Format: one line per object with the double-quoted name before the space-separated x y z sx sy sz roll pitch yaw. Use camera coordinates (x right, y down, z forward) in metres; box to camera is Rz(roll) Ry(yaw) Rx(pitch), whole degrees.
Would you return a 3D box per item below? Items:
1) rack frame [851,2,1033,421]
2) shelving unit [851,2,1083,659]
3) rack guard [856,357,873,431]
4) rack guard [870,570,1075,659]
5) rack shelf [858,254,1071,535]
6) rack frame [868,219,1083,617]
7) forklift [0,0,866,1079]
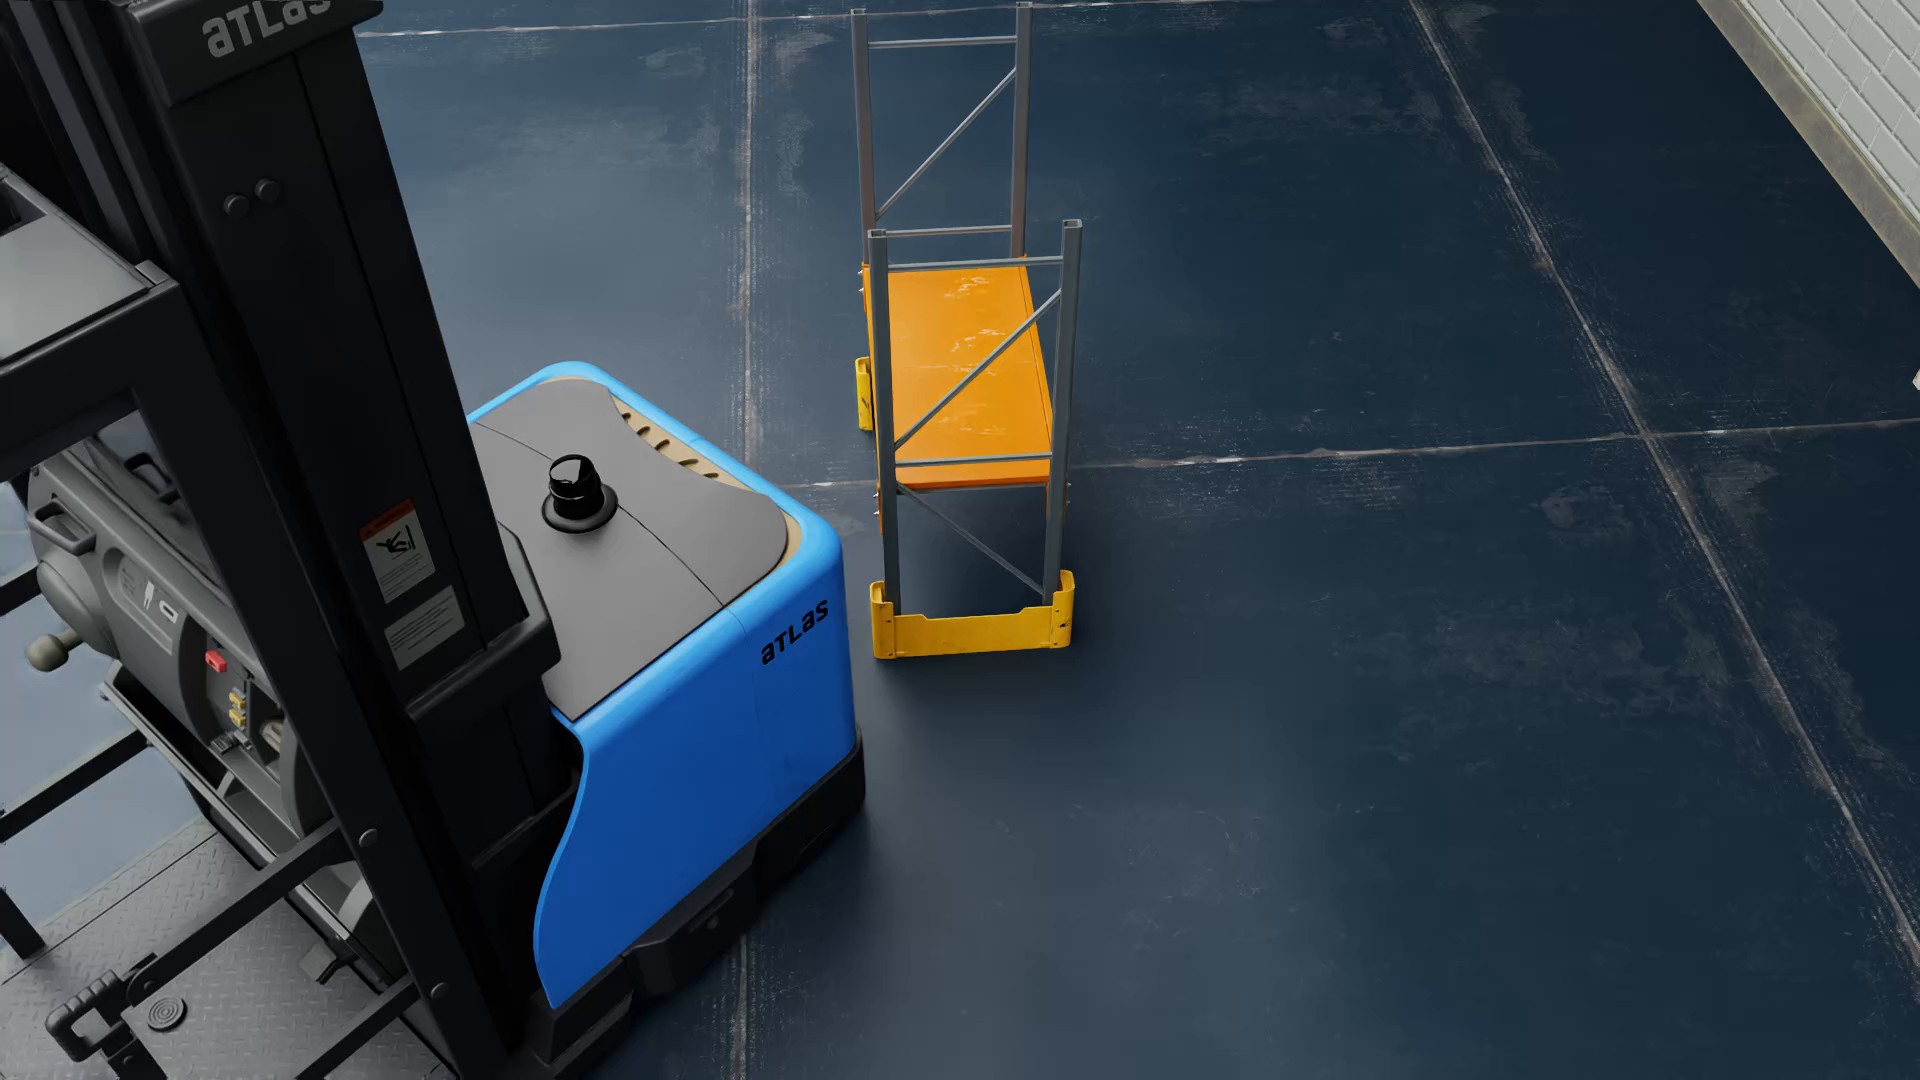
"rack frame" -0.050 -0.945 5.112 0.500 1.500 0.032 -3 47 -3
"shelving unit" -0.006 -0.571 4.758 0.587 1.500 1.083 -3 47 -3
"rack guard" -0.048 -0.501 5.553 0.587 0.250 0.087 -3 47 -3
"rack guard" 0.035 0.219 4.870 0.587 0.250 0.087 -3 47 -3
"rack shelf" -0.007 -0.454 4.895 0.538 0.185 1.000 -3 47 -3
"rack frame" 0.035 -0.210 4.416 0.500 1.500 0.032 -3 47 -3
"forklift" -1.610 0.281 2.965 1.130 2.935 3.031 33 55 27
